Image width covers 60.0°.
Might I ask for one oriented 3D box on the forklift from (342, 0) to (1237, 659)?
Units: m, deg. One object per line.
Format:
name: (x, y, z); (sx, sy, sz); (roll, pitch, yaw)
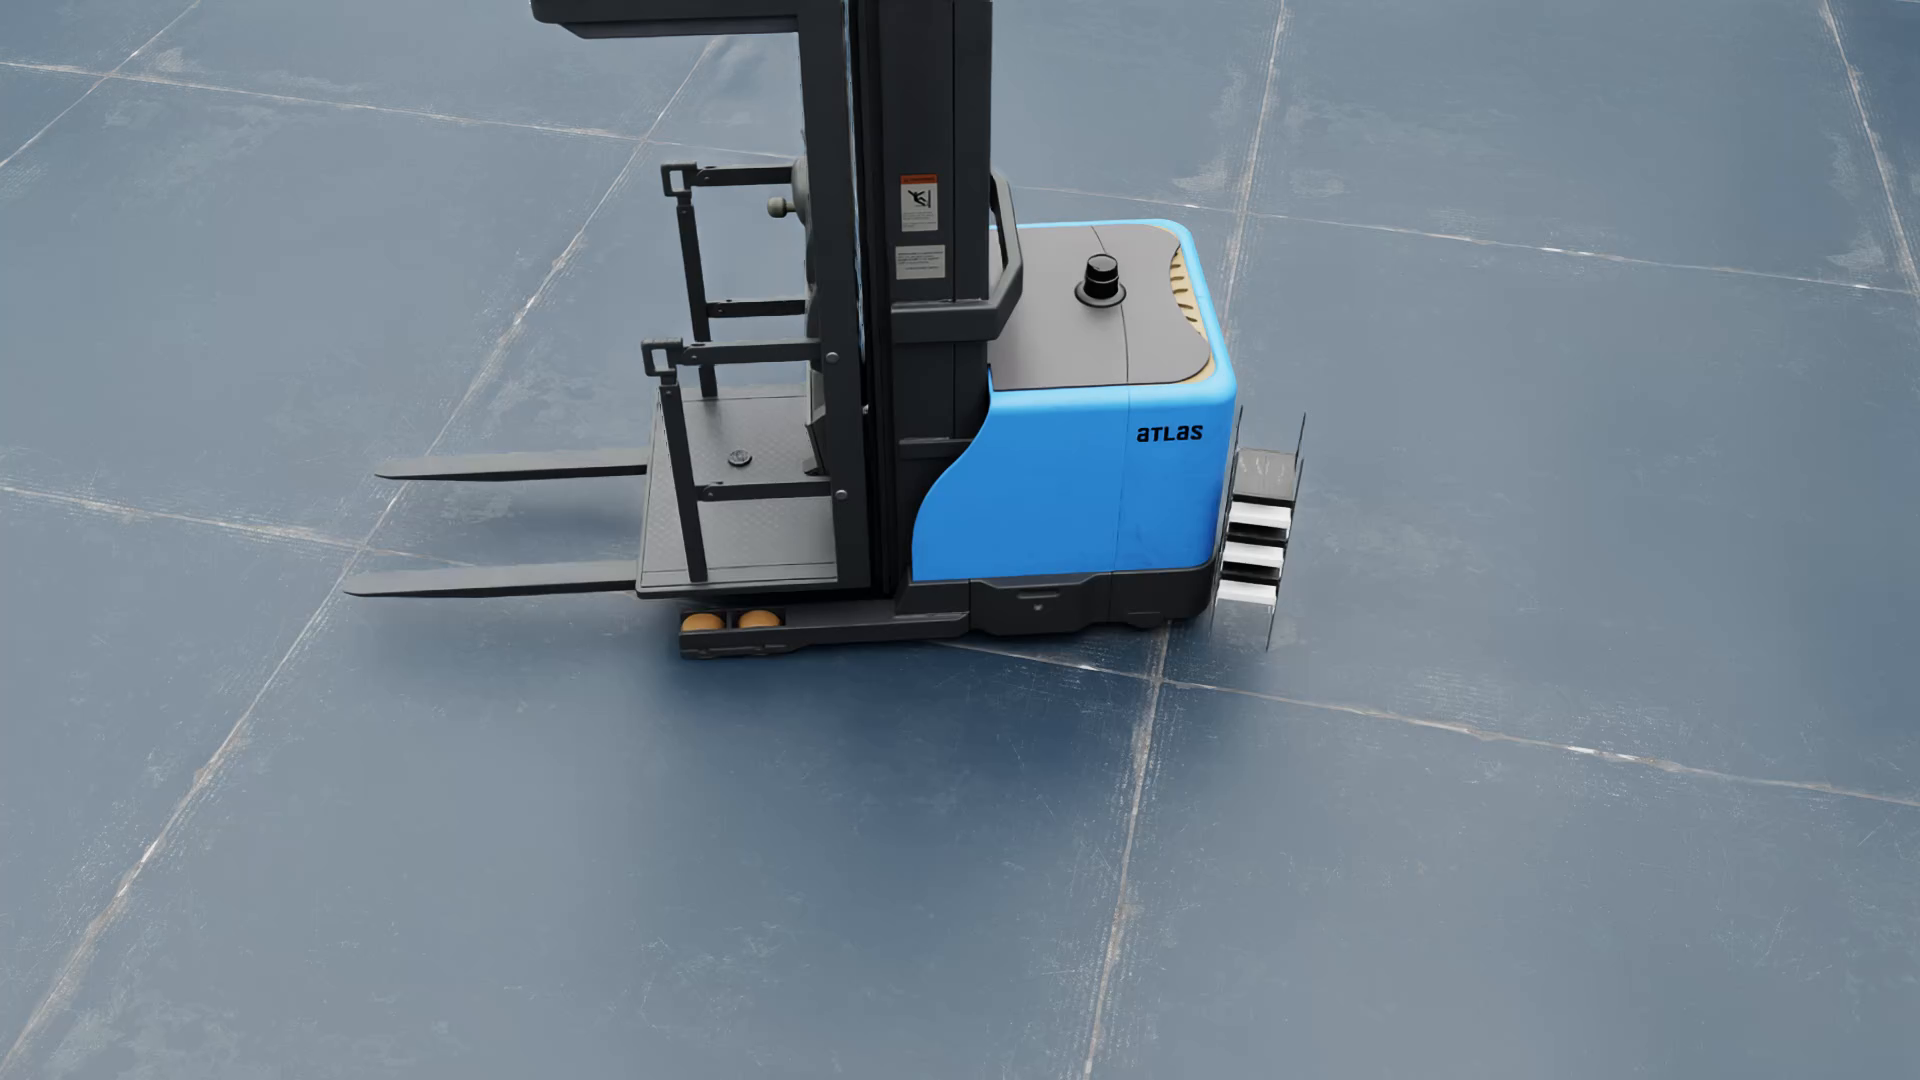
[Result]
forklift: (-0.649, -1.022, 5.199); (3.031, 2.935, 1.130); (-3, 44, -3)

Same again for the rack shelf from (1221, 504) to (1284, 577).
rack shelf: (0.999, -0.001, 5.651); (0.200, 0.077, 0.258); (7, 44, 7)

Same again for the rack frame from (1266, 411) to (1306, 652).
rack frame: (1.099, -0.013, 5.615); (0.006, 0.900, 0.240); (7, 44, 7)

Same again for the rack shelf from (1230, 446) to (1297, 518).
rack shelf: (0.999, -0.196, 5.463); (0.200, 0.077, 0.258); (7, 44, 7)

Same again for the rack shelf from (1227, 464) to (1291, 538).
rack shelf: (0.999, -0.131, 5.526); (0.200, 0.077, 0.258); (7, 44, 7)

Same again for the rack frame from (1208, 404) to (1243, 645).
rack frame: (0.898, -0.038, 5.640); (0.006, 0.900, 0.240); (7, 44, 7)

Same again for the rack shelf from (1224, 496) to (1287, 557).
rack shelf: (0.999, -0.066, 5.588); (0.200, 0.077, 0.258); (7, 44, 7)

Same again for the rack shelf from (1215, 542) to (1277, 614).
rack shelf: (0.999, 0.128, 5.775); (0.200, 0.077, 0.258); (7, 44, 7)

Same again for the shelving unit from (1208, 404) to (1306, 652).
shelving unit: (0.999, -0.025, 5.627); (0.210, 0.900, 0.258); (7, 44, 7)

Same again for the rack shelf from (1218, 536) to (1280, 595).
rack shelf: (0.999, 0.063, 5.713); (0.200, 0.077, 0.258); (7, 44, 7)
